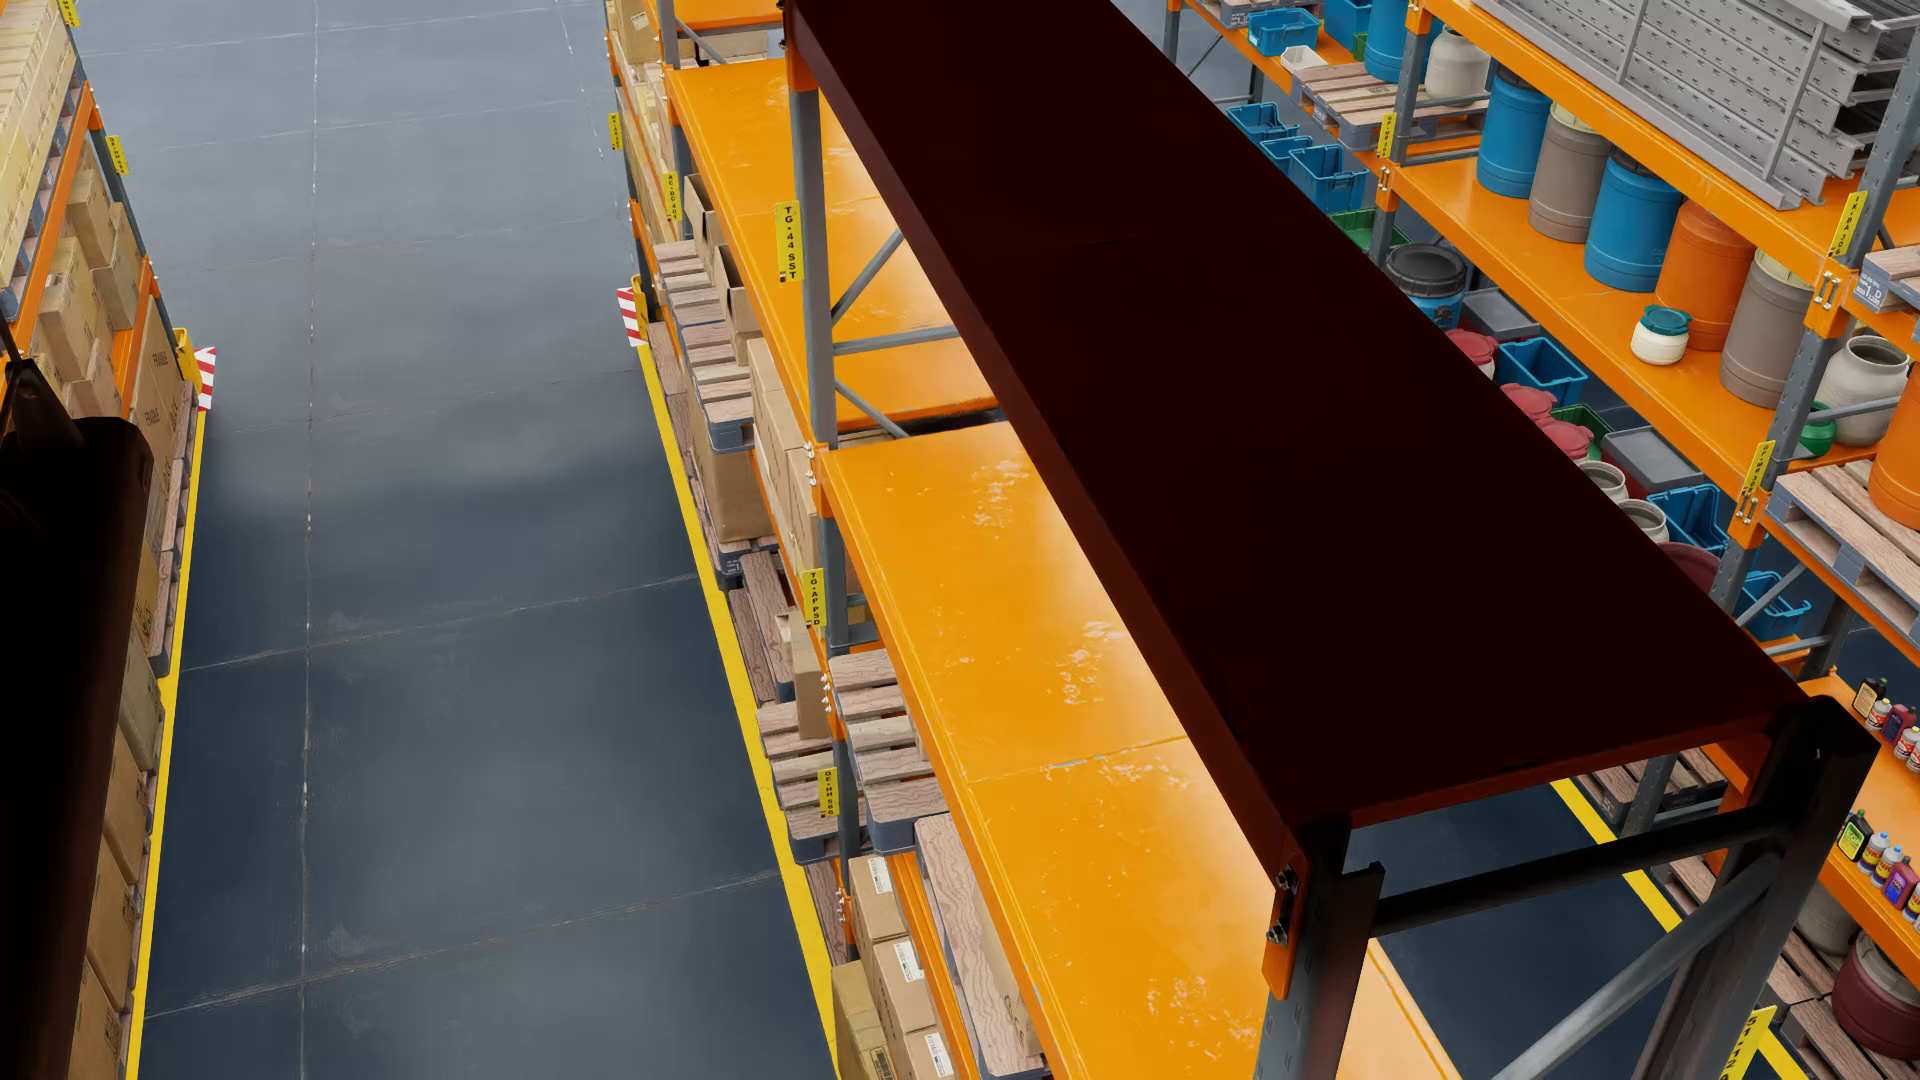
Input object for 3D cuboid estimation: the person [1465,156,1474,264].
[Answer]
[{"bbox_3d":[5.130,-3.525,15.887,0.598,1.785,0.621,-13,40,-15],"label":"person"}]
